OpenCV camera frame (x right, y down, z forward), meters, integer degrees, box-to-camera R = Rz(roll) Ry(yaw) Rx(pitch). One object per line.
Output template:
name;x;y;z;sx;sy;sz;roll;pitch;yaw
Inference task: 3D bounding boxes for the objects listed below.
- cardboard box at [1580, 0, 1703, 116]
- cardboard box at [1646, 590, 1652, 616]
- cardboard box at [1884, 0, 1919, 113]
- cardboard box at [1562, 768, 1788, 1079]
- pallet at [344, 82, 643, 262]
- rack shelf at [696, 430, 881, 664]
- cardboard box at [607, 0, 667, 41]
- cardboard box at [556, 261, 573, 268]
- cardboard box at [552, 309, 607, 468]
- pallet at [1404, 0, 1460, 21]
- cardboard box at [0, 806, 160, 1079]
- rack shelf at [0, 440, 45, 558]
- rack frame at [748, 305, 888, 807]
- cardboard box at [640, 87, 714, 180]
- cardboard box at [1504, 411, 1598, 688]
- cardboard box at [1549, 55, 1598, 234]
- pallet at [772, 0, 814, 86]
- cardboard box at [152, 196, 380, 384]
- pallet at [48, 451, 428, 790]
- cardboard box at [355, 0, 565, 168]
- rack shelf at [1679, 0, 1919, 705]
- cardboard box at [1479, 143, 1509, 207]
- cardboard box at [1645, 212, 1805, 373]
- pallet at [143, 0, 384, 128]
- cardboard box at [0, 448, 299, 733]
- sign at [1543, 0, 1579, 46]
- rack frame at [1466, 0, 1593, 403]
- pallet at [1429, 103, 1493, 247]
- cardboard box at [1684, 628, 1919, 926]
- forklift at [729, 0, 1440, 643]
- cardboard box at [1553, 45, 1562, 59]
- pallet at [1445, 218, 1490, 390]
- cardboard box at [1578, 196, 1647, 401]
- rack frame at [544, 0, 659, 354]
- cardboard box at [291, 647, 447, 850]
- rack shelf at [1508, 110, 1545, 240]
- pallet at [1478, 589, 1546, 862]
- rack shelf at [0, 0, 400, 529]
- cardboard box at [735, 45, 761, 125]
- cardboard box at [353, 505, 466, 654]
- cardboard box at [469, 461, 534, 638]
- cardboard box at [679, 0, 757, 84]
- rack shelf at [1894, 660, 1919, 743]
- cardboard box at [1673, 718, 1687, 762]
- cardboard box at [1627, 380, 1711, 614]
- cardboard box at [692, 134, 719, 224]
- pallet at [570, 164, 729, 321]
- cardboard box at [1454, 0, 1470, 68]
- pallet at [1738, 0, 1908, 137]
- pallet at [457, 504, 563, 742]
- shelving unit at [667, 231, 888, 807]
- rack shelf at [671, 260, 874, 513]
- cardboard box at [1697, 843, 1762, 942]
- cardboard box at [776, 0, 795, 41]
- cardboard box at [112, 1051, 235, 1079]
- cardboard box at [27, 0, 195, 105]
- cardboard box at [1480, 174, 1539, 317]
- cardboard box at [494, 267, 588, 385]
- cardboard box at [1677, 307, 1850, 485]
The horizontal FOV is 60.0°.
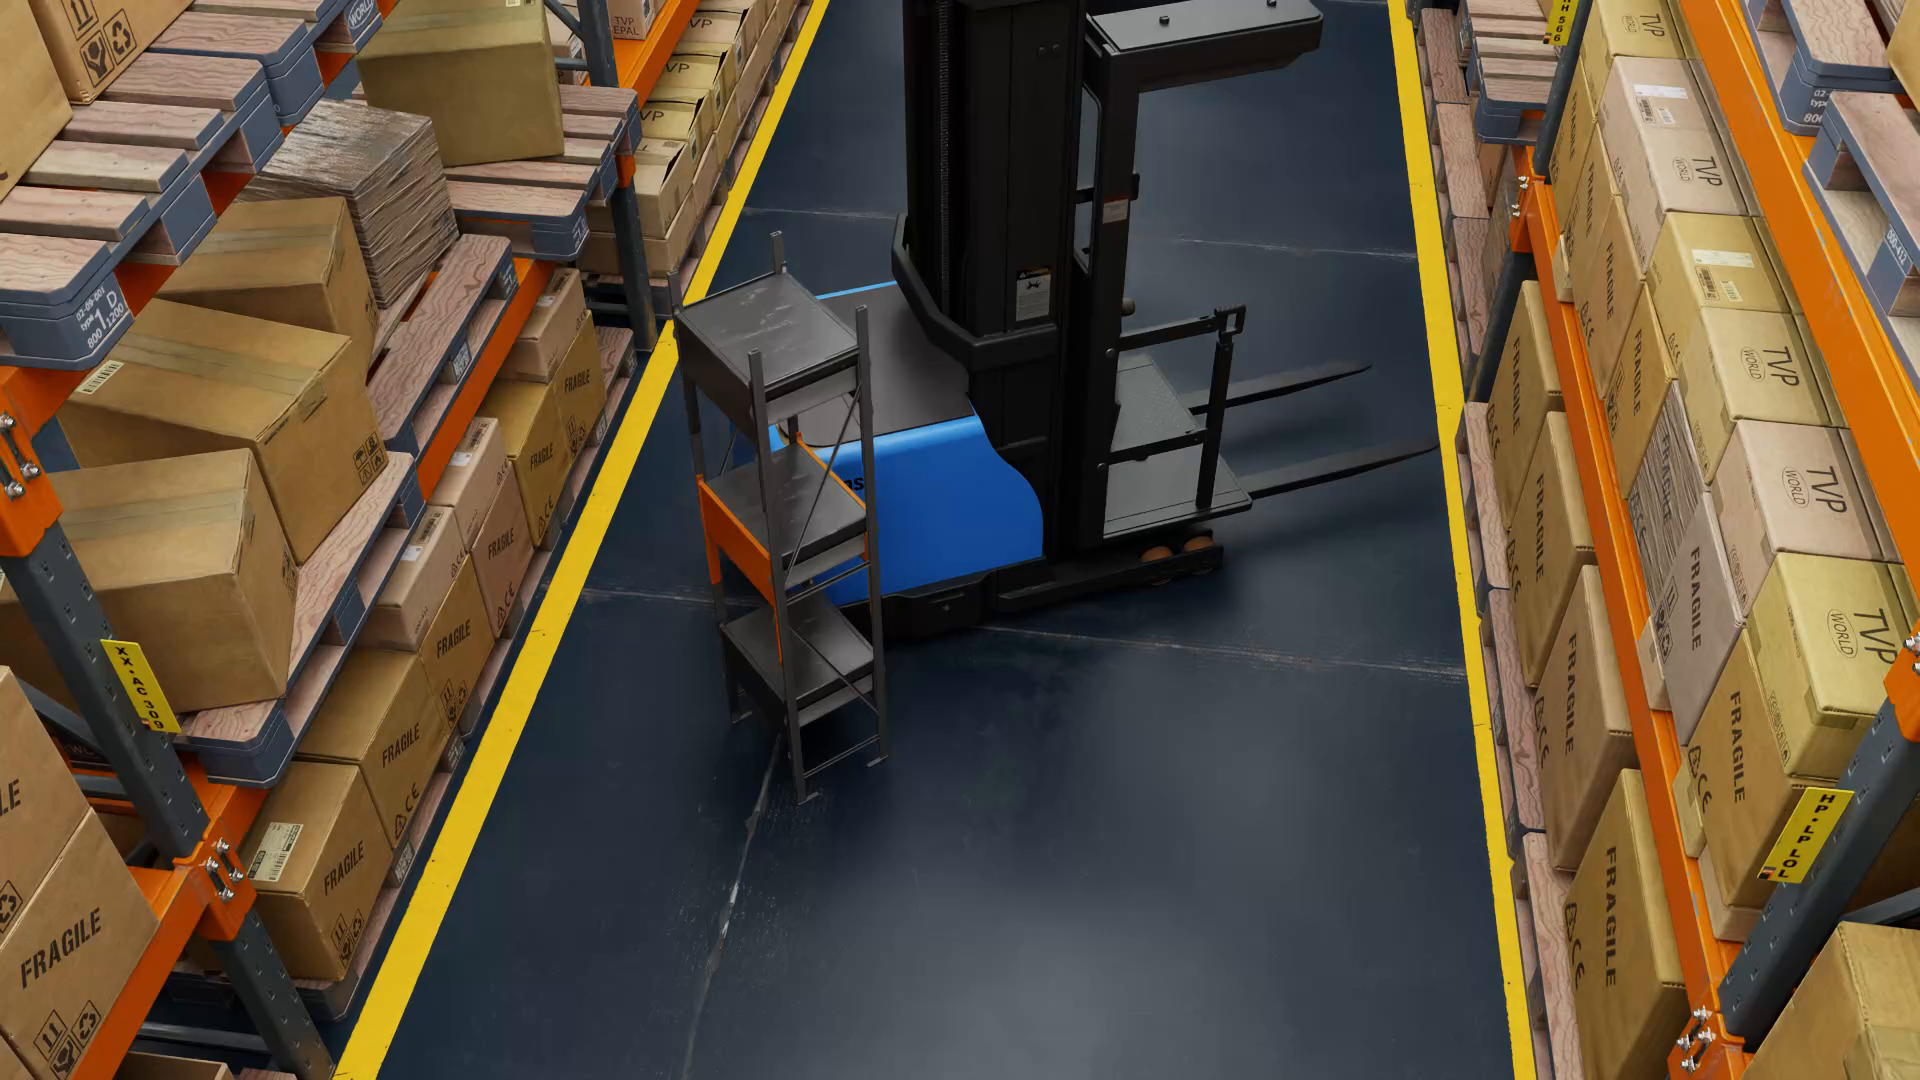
cardboard box;2.582;-1.767;6.085;0.500;0.250;0.500;6;44;7
cardboard box;2.300;0.213;5.012;0.380;0.149;0.250;5;44;6
cardboard box;2.607;-1.183;3.743;0.700;0.500;0.500;4;44;5
cardboard box;2.329;1.251;5.005;0.750;0.750;0.750;6;44;6
pallet;-2.030;-1.558;6.853;1.213;0.211;1.003;5;44;6
rack shelf;-0.583;0.021;5.720;0.431;0.518;0.480;-26;49;-25
cardboard box;-1.699;-2.656;7.938;0.500;0.311;0.500;5;44;5
cardboard box;-2.182;-1.631;8.485;0.500;0.250;0.500;6;44;7
cardboard box;-1.901;-0.689;7.295;0.500;0.500;0.500;7;44;7
pallet;3.484;-3.823;11.134;1.003;0.211;1.213;5;44;6
cardboard box;-2.350;0.958;3.984;0.500;0.500;0.500;6;44;6
rack shelf;-2.803;1.165;2.180;1.077;0.370;4.000;5;44;6
rack frame;-0.441;0.148;5.567;0.400;2.100;0.015;-26;49;-25
cardboard box;-1.588;-2.143;8.618;0.500;0.311;0.500;4;44;4
cardboard box;2.552;0.065;6.257;0.750;0.750;0.750;5;44;5
cardboard box;2.583;-1.492;6.341;0.500;0.500;0.500;6;44;7
pallet;-1.540;-3.304;10.586;1.003;0.211;1.213;5;44;6
cardboard box;-2.366;-0.769;5.502;0.700;0.500;0.500;-5;44;-5
pallet;-2.325;0.165;5.034;1.003;0.211;1.213;5;44;6
cardboard box;-1.981;-1.846;6.639;0.700;0.500;0.500;-8;44;-9
rack shelf;2.637;-1.113;4.586;1.077;0.370;4.000;5;44;6
cardboard box;3.165;-2.078;8.761;0.700;0.500;0.500;5;44;5
cardboard box;2.392;-0.730;4.991;0.500;0.250;0.500;4;44;5
pallet;-2.249;-1.536;4.646;1.213;0.211;1.003;5;44;6
cardboard box;-2.254;0.139;4.544;0.700;0.500;0.500;-8;44;-9
sign;2.362;-2.083;6.484;0.100;0.325;0.005;5;44;6
rack frame;2.901;-1.648;6.809;1.000;3.000;0.127;5;44;6
pallet;3.170;-1.997;9.206;1.003;0.211;1.213;5;44;6
cardboard box;2.183;0.589;4.143;0.500;0.500;0.500;5;44;5
forklift;0.594;-1.205;6.391;3.031;2.935;1.130;-13;45;-14
cardboard box;2.953;-2.166;6.963;0.700;0.500;0.500;1;43;1
pallet;3.006;-1.168;8.330;1.003;0.211;1.213;5;44;6
cardboard box;2.438;-0.798;5.608;0.500;0.500;0.500;5;44;5
rack frame;-2.010;-2.096;7.282;1.000;3.000;0.127;5;44;6
cardboard box;-2.174;0.706;5.821;0.500;0.500;0.500;6;44;6
rack shelf;3.165;-2.750;8.496;1.077;0.370;4.000;5;44;6
pallet;2.558;0.724;6.332;1.003;0.211;1.213;5;44;6
rack shelf;-2.274;-1.561;5.059;1.077;0.370;4.000;5;44;6
cardboard box;-1.453;-2.627;9.538;0.500;0.250;0.500;6;44;6
cardboard box;-2.101;0.117;5.898;0.500;0.250;0.500;5;44;6
cardboard box;-2.033;0.021;6.544;0.500;0.500;0.500;4;44;4
cardboard box;-1.451;-2.841;9.355;0.500;0.311;0.500;5;44;5
rack shelf;2.108;1.613;1.707;1.077;0.370;4.000;5;44;6
cardboard box;2.225;0.559;4.646;0.380;0.149;0.250;7;44;7
cardboard box;2.316;-0.102;4.872;0.500;0.500;0.500;5;44;6
cardboard box;-1.584;-1.923;8.794;0.500;0.250;0.500;4;44;4
pallet;-1.862;-1.641;8.830;1.003;0.211;1.213;5;44;6
cardboard box;3.349;-3.123;9.865;0.700;0.500;0.500;7;44;7
pallet;2.724;-1.463;4.569;1.003;0.211;1.213;7;44;7
pallet;-2.310;0.251;6.832;1.003;0.211;1.213;5;44;6
shelving unit;-0.583;0.012;5.711;0.431;2.100;0.503;-26;49;-25
rack shelf;-0.583;-0.487;5.239;0.431;0.518;0.480;-26;49;-25
cardboard box;2.136;0.905;4.280;0.380;0.149;0.250;6;44;6
cardboard box;-1.317;-3.323;10.272;0.500;0.250;0.500;5;44;5
cardboard box;-2.333;1.792;4.674;0.500;0.500;0.500;5;44;6
cardboard box;-2.333;-1.479;3.997;0.600;0.600;0.600;5;44;5
cardboard box;2.944;-1.396;8.041;0.700;0.500;0.500;6;44;6
cardboard box;-1.904;-0.923;6.996;0.500;0.250;0.500;7;44;7
cardboard box;2.325;-0.383;4.624;0.500;0.250;0.500;6;44;6
